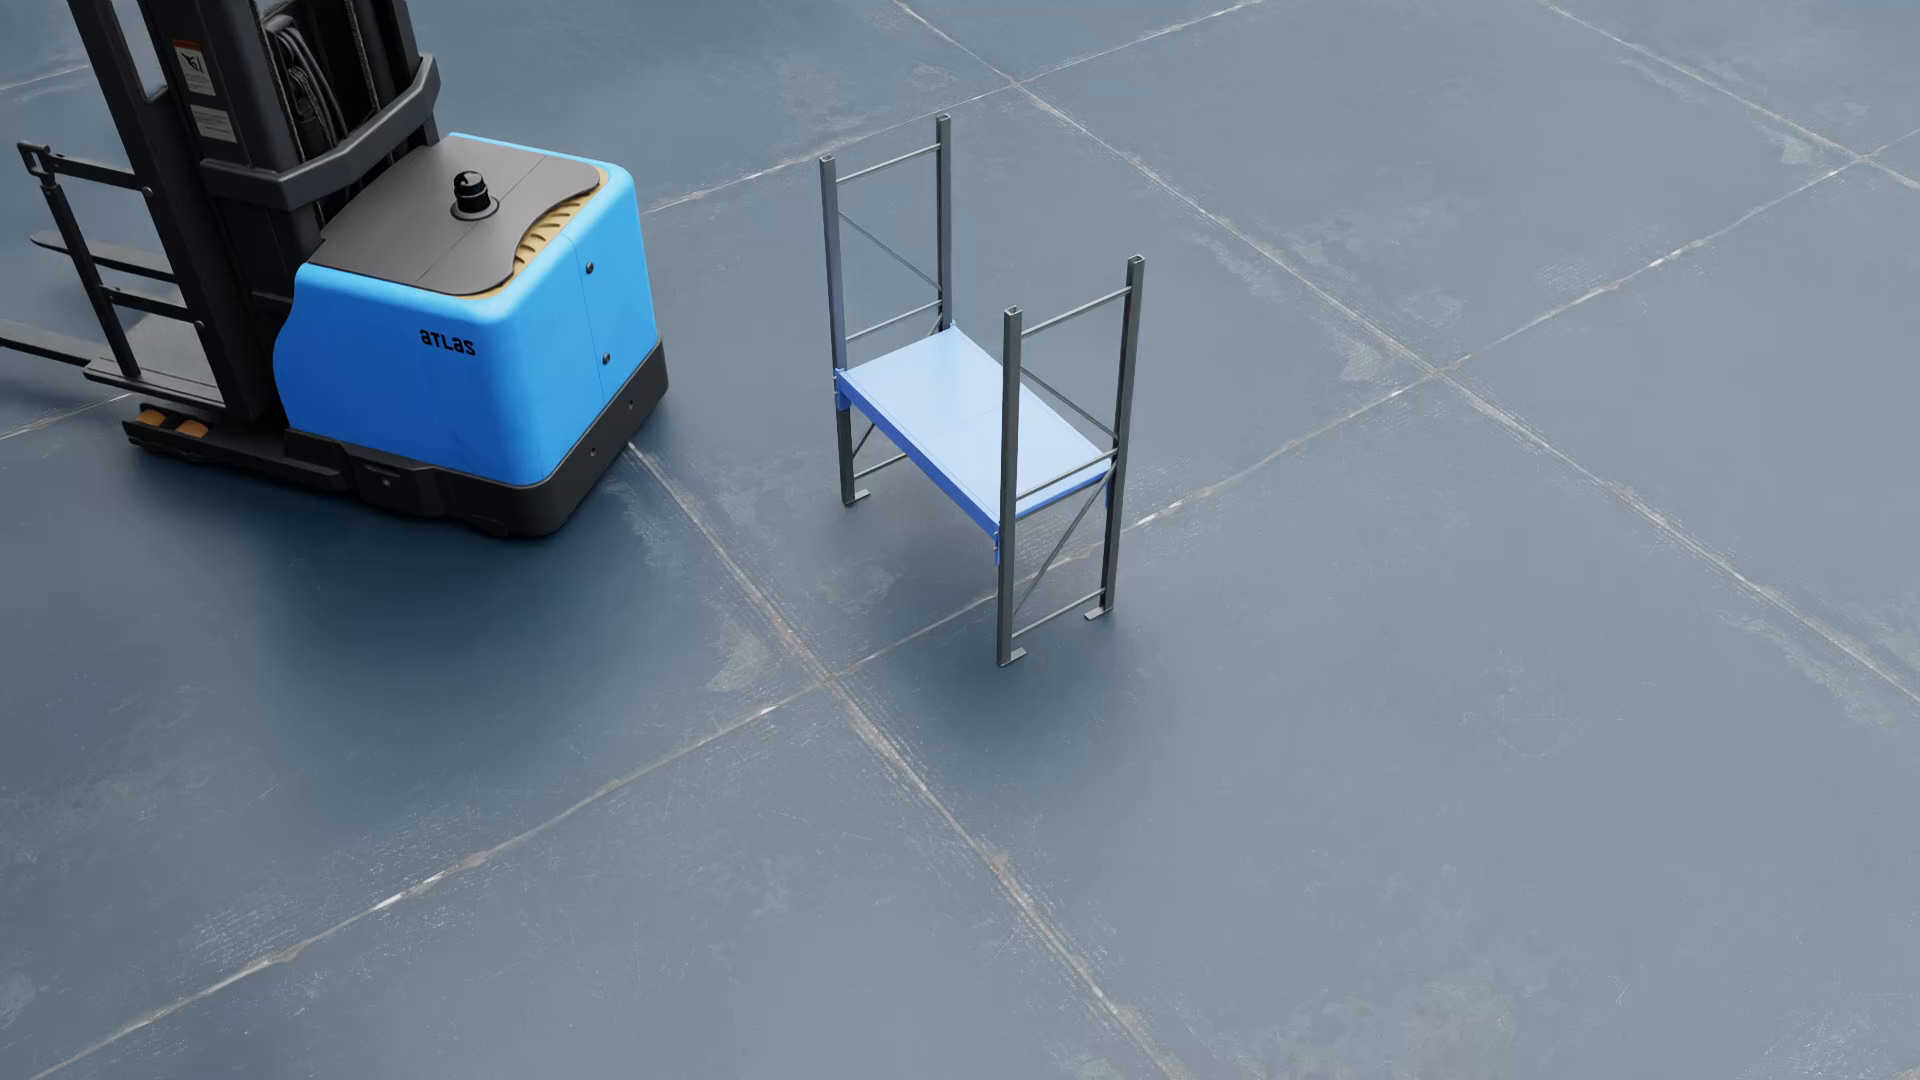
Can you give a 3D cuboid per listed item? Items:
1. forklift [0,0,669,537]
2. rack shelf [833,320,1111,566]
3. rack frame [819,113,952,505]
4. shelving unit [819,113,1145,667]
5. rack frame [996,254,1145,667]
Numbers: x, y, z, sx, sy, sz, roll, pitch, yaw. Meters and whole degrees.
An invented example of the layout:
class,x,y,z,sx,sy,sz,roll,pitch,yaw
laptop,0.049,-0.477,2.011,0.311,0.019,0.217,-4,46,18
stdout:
class,x,y,z,sx,sy,sz,roll,pitch,yaw
forklift,-2.765,-1.694,5.902,3.031,2.935,1.130,14,45,14
rack shelf,0.049,-0.364,5.806,0.538,0.185,1.000,-26,49,-24
rack frame,-0.242,-0.782,5.983,0.500,1.500,0.032,-26,49,-24
shelving unit,0.049,-0.494,5.682,0.538,1.500,1.048,-26,49,-24
rack frame,0.340,-0.206,5.380,0.500,1.500,0.032,-26,49,-24
